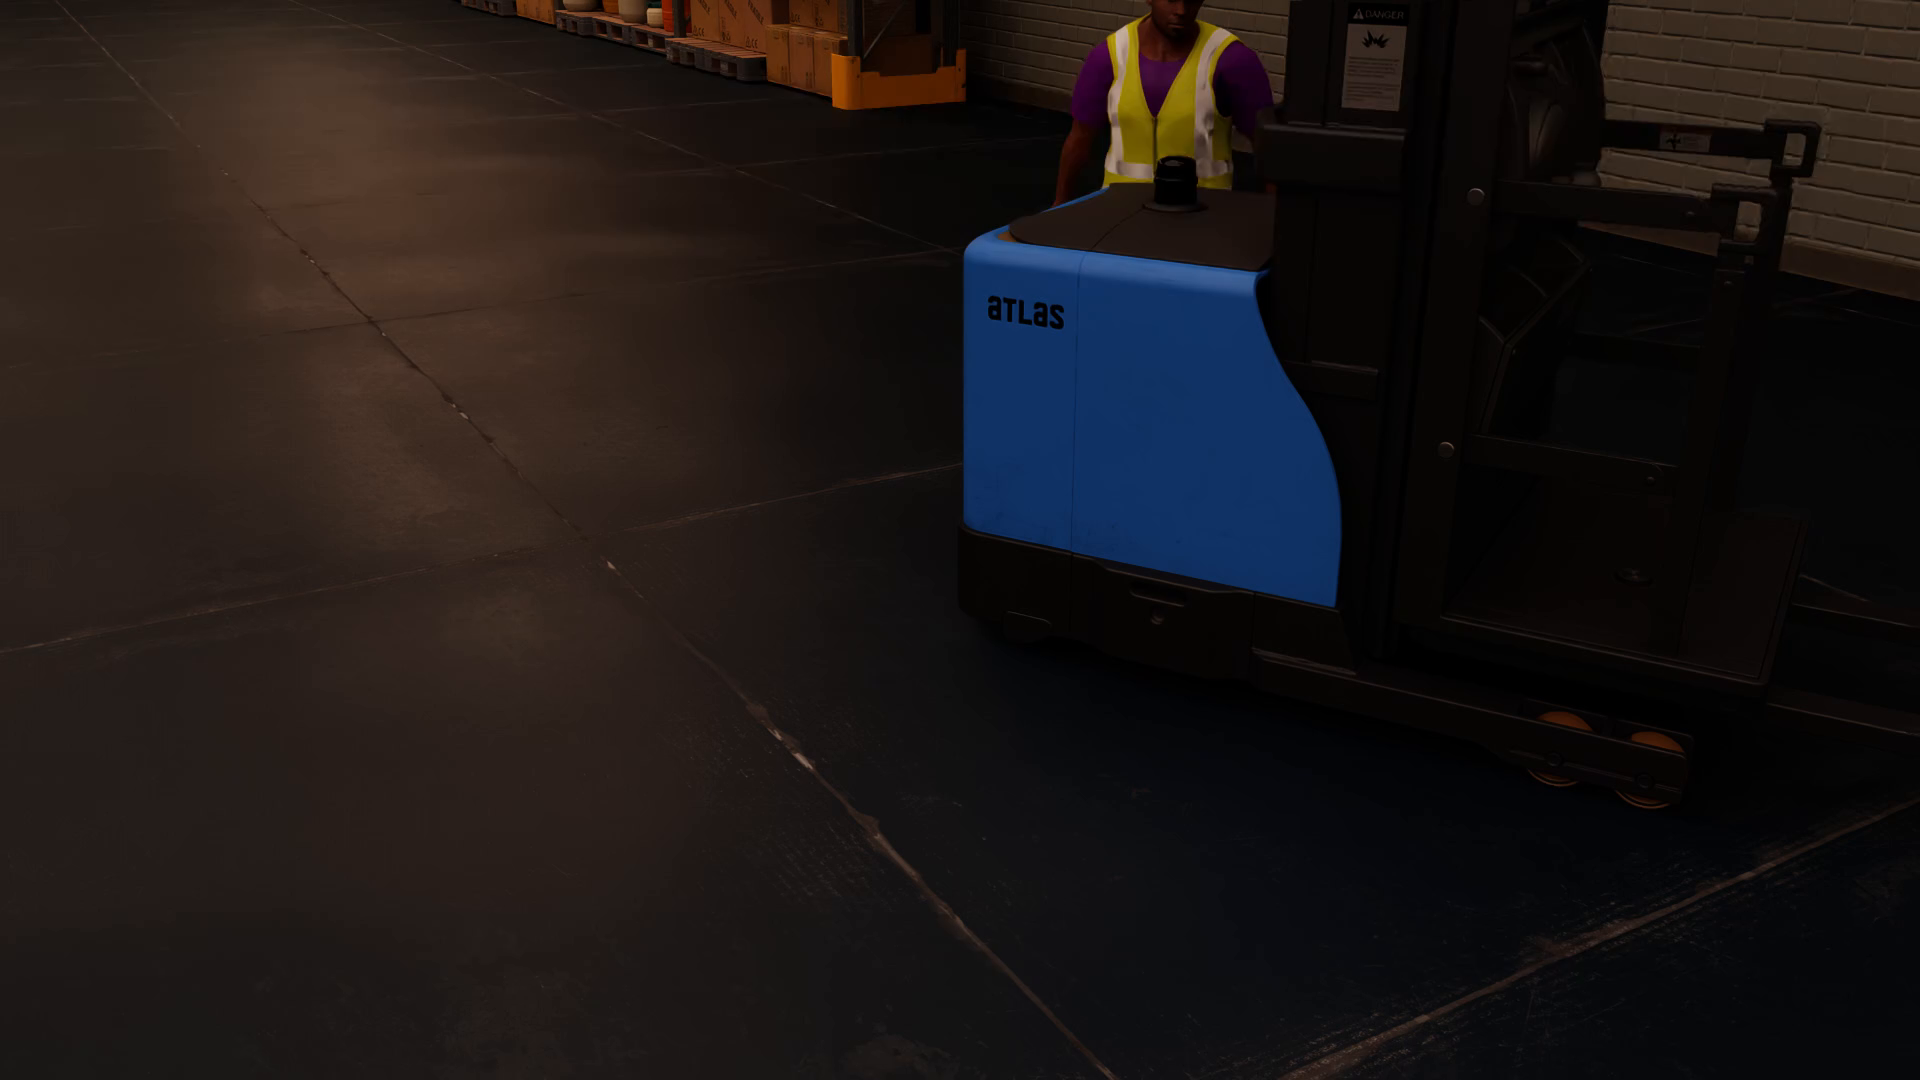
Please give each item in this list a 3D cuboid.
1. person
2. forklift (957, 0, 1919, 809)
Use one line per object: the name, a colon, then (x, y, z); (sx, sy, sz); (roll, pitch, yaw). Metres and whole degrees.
person: (0.680, -1.049, 5.409); (0.869, 1.733, 0.442); (7, 23, 17)
forklift: (1.530, -0.991, 3.688); (3.031, 2.935, 1.130); (12, 25, 27)
